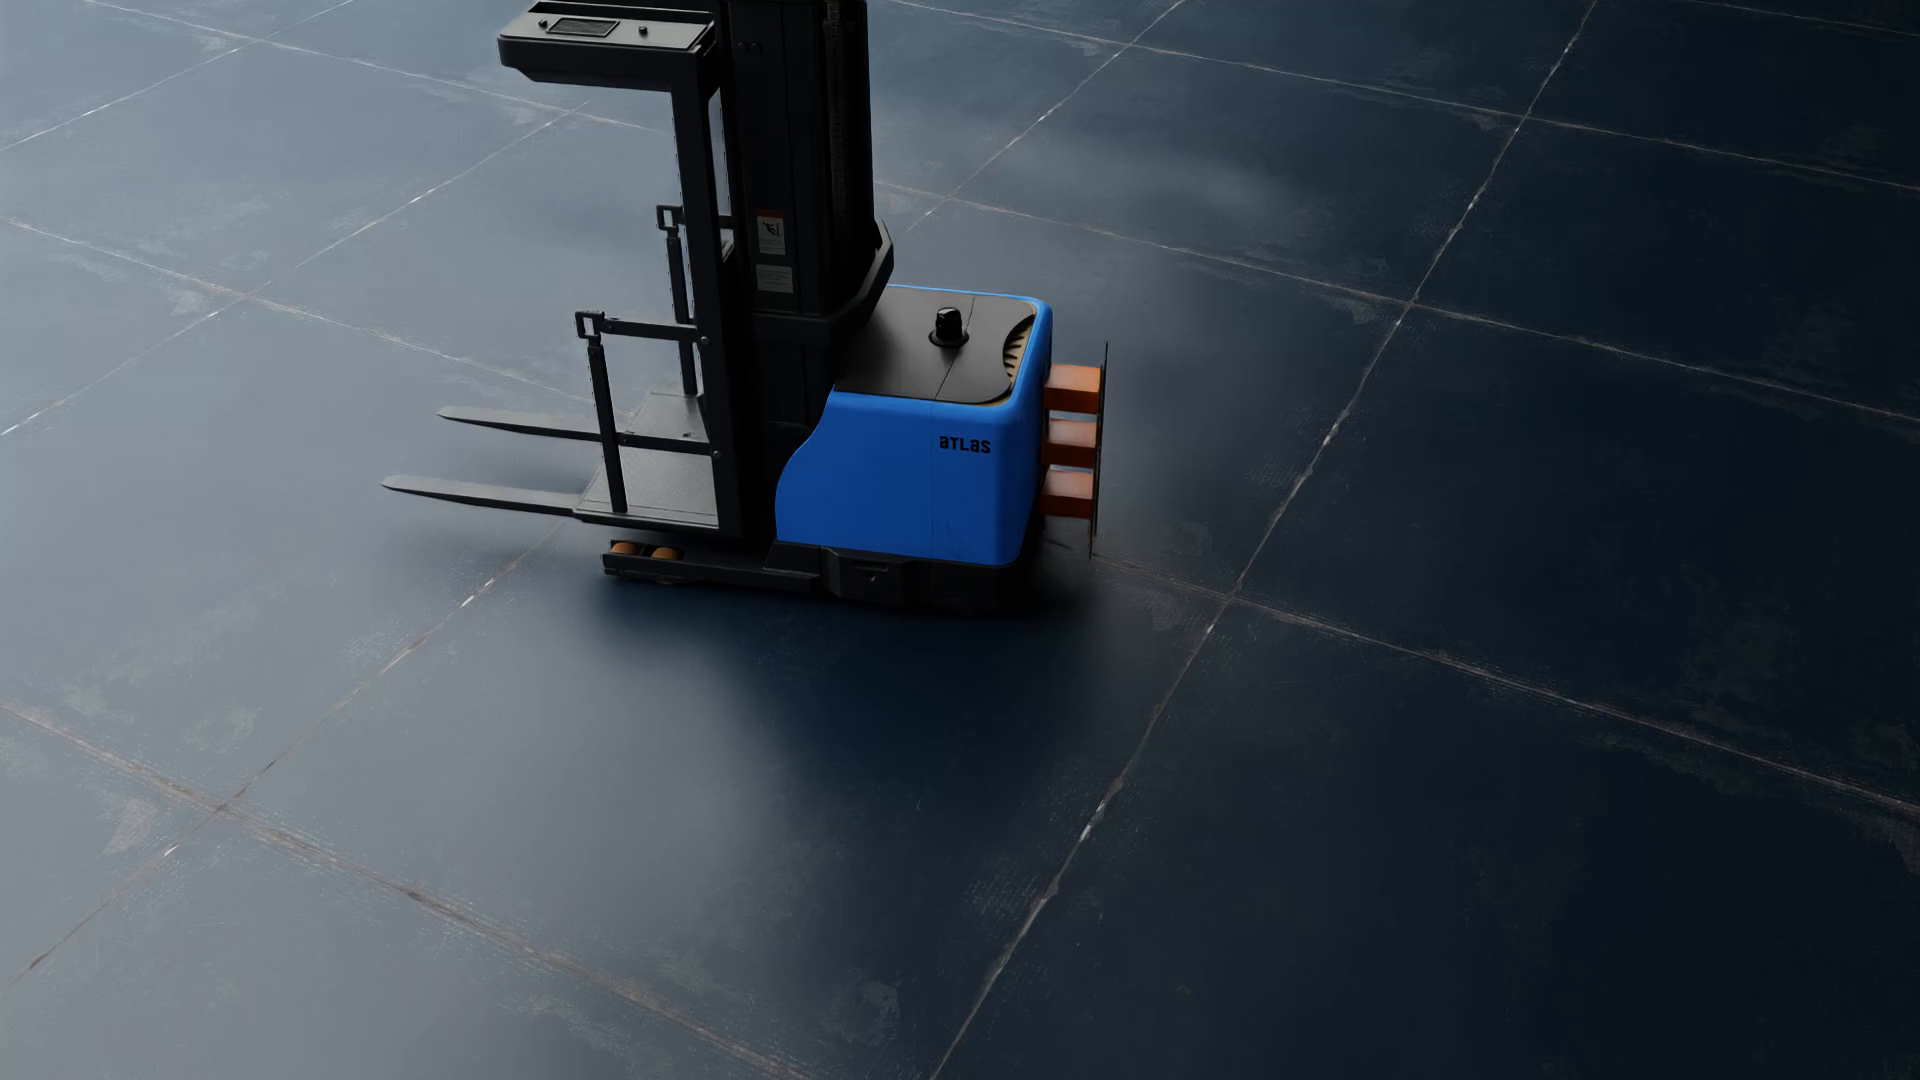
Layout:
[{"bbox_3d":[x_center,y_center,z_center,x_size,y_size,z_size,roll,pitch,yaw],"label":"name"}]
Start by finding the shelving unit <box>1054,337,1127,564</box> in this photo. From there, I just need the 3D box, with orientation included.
[{"bbox_3d":[0.576,-0.384,7.387,0.252,1.050,0.215,7,38,9],"label":"shelving unit"}]

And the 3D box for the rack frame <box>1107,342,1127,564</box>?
[{"bbox_3d":[0.695,-0.370,7.369,0.008,1.050,0.200,7,38,9],"label":"rack frame"}]

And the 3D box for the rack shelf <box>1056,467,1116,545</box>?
[{"bbox_3d":[0.576,-0.154,7.561,0.240,0.259,0.215,7,38,9],"label":"rack shelf"}]

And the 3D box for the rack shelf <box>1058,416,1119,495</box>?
[{"bbox_3d":[0.576,-0.375,7.393,0.240,0.259,0.215,7,38,9],"label":"rack shelf"}]

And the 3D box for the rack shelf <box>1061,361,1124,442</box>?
[{"bbox_3d":[0.576,-0.601,7.222,0.240,0.259,0.215,7,38,9],"label":"rack shelf"}]

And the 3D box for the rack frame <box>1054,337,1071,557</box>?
[{"bbox_3d":[0.456,-0.398,7.405,0.008,1.050,0.200,7,38,9],"label":"rack frame"}]

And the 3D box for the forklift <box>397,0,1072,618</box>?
[{"bbox_3d":[-1.061,-1.263,6.989,3.031,2.935,1.130,7,38,9],"label":"forklift"}]
